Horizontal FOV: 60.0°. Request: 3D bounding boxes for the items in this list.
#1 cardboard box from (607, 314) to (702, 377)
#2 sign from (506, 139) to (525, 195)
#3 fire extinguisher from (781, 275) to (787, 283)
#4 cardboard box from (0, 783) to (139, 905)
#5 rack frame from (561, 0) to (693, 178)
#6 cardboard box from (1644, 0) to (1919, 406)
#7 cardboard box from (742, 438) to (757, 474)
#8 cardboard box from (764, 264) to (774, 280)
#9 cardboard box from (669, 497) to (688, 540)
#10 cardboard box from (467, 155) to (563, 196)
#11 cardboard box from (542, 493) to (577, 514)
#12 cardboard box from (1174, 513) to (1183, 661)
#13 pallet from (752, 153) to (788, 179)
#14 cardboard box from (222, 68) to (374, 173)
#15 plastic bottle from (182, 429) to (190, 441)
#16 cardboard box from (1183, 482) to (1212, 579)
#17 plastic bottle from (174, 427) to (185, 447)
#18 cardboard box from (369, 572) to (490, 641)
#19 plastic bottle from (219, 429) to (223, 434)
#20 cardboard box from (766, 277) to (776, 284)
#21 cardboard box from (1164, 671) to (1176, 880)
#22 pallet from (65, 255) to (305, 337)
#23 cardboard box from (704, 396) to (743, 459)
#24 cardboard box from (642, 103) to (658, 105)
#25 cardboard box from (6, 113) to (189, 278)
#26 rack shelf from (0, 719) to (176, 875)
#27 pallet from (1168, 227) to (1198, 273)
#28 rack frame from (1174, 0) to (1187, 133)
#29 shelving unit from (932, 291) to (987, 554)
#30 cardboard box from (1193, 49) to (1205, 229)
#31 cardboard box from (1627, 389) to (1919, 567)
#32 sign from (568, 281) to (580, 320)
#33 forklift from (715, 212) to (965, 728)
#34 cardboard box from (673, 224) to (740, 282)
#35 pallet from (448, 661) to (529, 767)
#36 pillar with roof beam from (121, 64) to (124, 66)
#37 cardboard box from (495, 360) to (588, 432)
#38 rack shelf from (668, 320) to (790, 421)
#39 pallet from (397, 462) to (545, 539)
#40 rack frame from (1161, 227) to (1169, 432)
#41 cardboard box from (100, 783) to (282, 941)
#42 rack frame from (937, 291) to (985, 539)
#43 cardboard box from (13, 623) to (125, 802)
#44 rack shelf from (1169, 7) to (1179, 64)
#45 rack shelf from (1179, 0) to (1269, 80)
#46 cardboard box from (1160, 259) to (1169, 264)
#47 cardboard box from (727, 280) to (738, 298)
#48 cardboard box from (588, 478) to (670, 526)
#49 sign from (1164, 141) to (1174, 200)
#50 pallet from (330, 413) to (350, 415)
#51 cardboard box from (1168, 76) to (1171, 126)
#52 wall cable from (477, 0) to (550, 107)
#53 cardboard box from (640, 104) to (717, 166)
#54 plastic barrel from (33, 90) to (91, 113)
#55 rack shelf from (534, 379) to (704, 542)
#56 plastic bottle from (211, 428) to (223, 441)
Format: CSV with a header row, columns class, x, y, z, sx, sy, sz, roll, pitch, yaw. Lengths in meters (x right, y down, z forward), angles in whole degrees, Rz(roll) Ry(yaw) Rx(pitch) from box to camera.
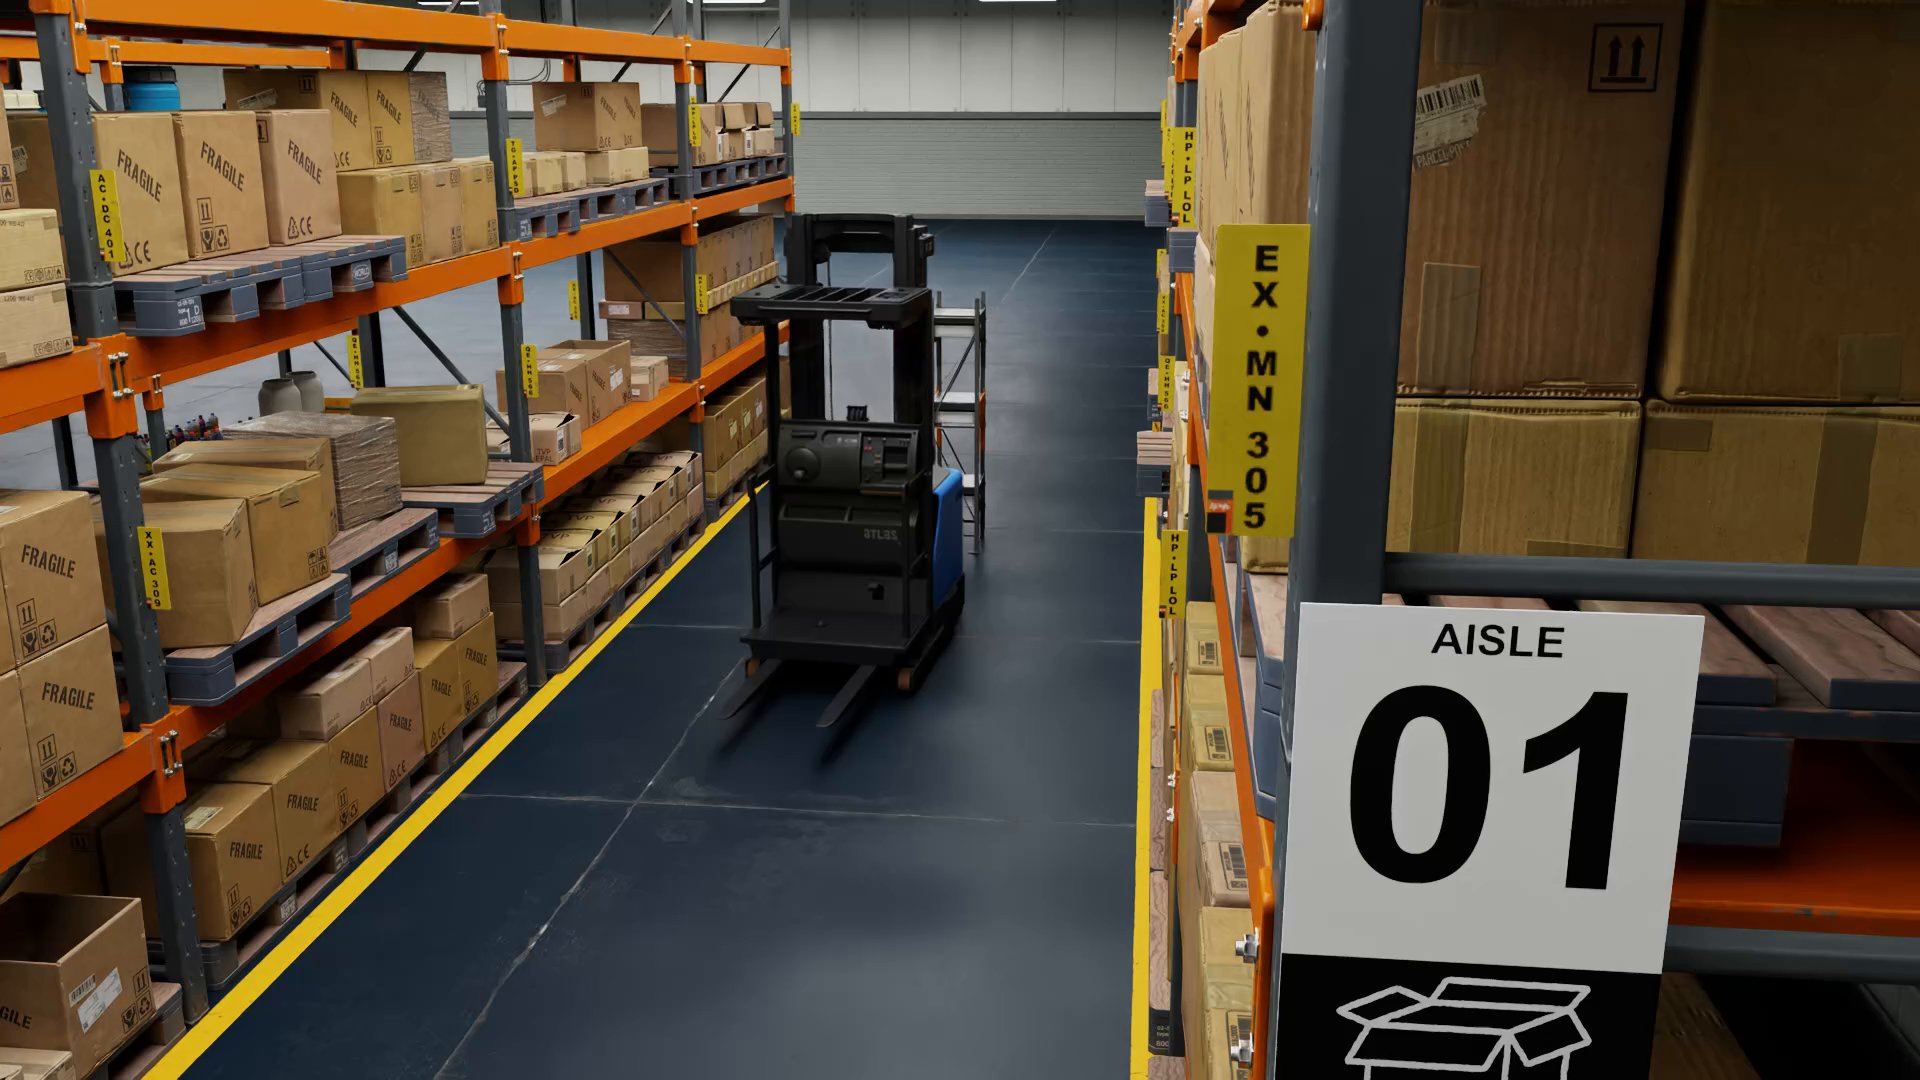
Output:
class,x,y,z,sx,sy,sz,roll,pitch,yaw
cardboard box,-2.676,-1.726,14.606,0.700,0.500,0.500,1,15,5
sign,-2.633,-2.206,9.836,0.100,0.325,0.005,2,15,6
fire extinguisher,-1.794,-2.579,18.103,0.296,0.674,0.183,2,15,6
cardboard box,-3.852,1.370,7.293,0.500,0.500,0.500,2,15,6
rack frame,-2.720,-4.458,13.410,1.000,3.000,0.127,2,15,6
cardboard box,1.171,-0.476,2.283,0.500,0.500,0.500,1,15,4
cardboard box,-2.244,-0.808,15.867,0.500,0.250,0.500,2,15,6
cardboard box,-2.151,-2.788,17.294,0.380,0.149,0.250,2,15,8
cardboard box,-2.538,-0.190,13.583,0.500,0.250,0.500,1,15,5
cardboard box,-3.059,-2.507,11.423,0.500,0.250,0.500,1,15,5
cardboard box,-3.186,-0.210,12.580,0.500,0.311,0.500,2,15,8
cardboard box,1.149,0.196,6.890,0.500,0.500,0.500,2,15,7
pallet,-2.374,-3.822,16.974,1.003,0.211,1.213,2,15,6
cardboard box,-3.342,-2.126,8.425,0.500,0.500,0.500,2,15,6
plastic bottle,-7.765,-1.007,16.656,0.097,0.201,0.097,0,15,0
cardboard box,1.098,-0.035,6.307,0.500,0.250,0.500,2,15,8
plastic bottle,-7.669,-0.958,16.321,0.061,0.283,0.133,2,15,6
cardboard box,-3.046,0.372,9.550,0.500,0.250,0.500,2,15,8
plastic bottle,-7.219,-0.961,16.344,0.152,0.276,0.135,2,15,6
cardboard box,-2.334,-2.527,17.570,0.700,0.500,0.500,2,15,6
cardboard box,1.341,1.090,7.700,0.750,0.750,0.750,2,15,8
pallet,-3.480,-1.012,6.771,1.213,0.211,1.003,2,15,6
cardboard box,-2.308,-1.041,15.290,0.500,0.500,0.500,2,15,6
cardboard box,-2.728,-3.944,15.989,0.500,0.500,0.500,2,15,6
cardboard box,-3.493,-1.363,6.522,0.600,0.600,0.600,0,15,1
rack shelf,-3.848,1.379,4.695,1.077,0.370,4.000,2,15,6
pallet,1.731,-1.568,8.830,1.213,0.211,1.003,2,15,9
rack frame,2.202,-4.313,12.874,1.000,3.000,0.127,2,15,6
shelving unit,-0.019,-0.971,13.729,0.431,2.100,0.503,2,15,6
cardboard box,0.941,-1.154,4.793,0.500,0.500,0.500,2,15,6
cardboard box,1.174,-0.114,2.381,0.500,0.250,0.500,2,15,9
sign,-3.272,-2.034,14.129,0.100,0.325,0.005,2,15,6
forklift,-0.768,-0.547,10.569,1.130,2.935,3.031,3,15,11
cardboard box,-2.507,-2.743,15.881,0.700,0.500,0.500,2,15,6
pallet,-3.293,1.014,10.008,1.003,0.211,1.213,2,15,6
pillar with roof beam,-20.202,-13.726,47.682,9.100,9.000,0.548,2,15,6
cardboard box,-2.998,-1.009,11.955,0.500,0.500,0.500,1,15,3
rack shelf,-2.494,-1.734,16.205,1.077,0.370,4.000,2,15,6
pallet,-3.178,-0.254,9.724,1.213,0.211,1.003,2,15,6
rack frame,2.654,-2.455,17.494,1.000,3.000,0.127,2,15,6
cardboard box,-3.326,1.389,7.226,0.500,0.500,0.500,1,15,4
rack frame,0.009,-1.034,13.963,0.400,2.100,0.015,2,15,6
cardboard box,-3.424,0.602,5.999,0.500,0.500,0.500,2,15,7
rack shelf,2.428,-4.483,14.887,1.077,0.370,4.000,2,15,6
rack shelf,1.525,-2.217,7.265,1.077,0.370,4.000,2,15,6
cardboard box,2.236,-2.511,16.515,0.500,0.500,0.500,2,15,6
cardboard box,-2.326,-2.390,15.818,0.380,0.149,0.250,2,15,6
cardboard box,-2.592,-0.330,13.026,0.500,0.311,0.500,2,15,6
sign,1.212,-2.094,9.422,0.100,0.325,0.005,2,15,6
pallet,-7.249,-1.169,18.080,1.003,0.211,1.213,2,15,6
cardboard box,2.041,-3.687,14.159,0.500,0.500,0.500,3,15,9
wall cable,-13.402,-15.935,49.340,2.305,6.003,0.169,2,15,6
cardboard box,-2.401,-3.452,14.170,0.500,0.500,0.500,3,15,11
plastic barrel,-7.483,-3.261,13.768,0.600,0.901,0.708,2,15,6
rack shelf,-2.946,-0.696,12.369,1.077,0.370,4.000,2,15,6
plastic bottle,-7.117,-0.889,15.935,0.144,0.351,0.185,1,15,4
